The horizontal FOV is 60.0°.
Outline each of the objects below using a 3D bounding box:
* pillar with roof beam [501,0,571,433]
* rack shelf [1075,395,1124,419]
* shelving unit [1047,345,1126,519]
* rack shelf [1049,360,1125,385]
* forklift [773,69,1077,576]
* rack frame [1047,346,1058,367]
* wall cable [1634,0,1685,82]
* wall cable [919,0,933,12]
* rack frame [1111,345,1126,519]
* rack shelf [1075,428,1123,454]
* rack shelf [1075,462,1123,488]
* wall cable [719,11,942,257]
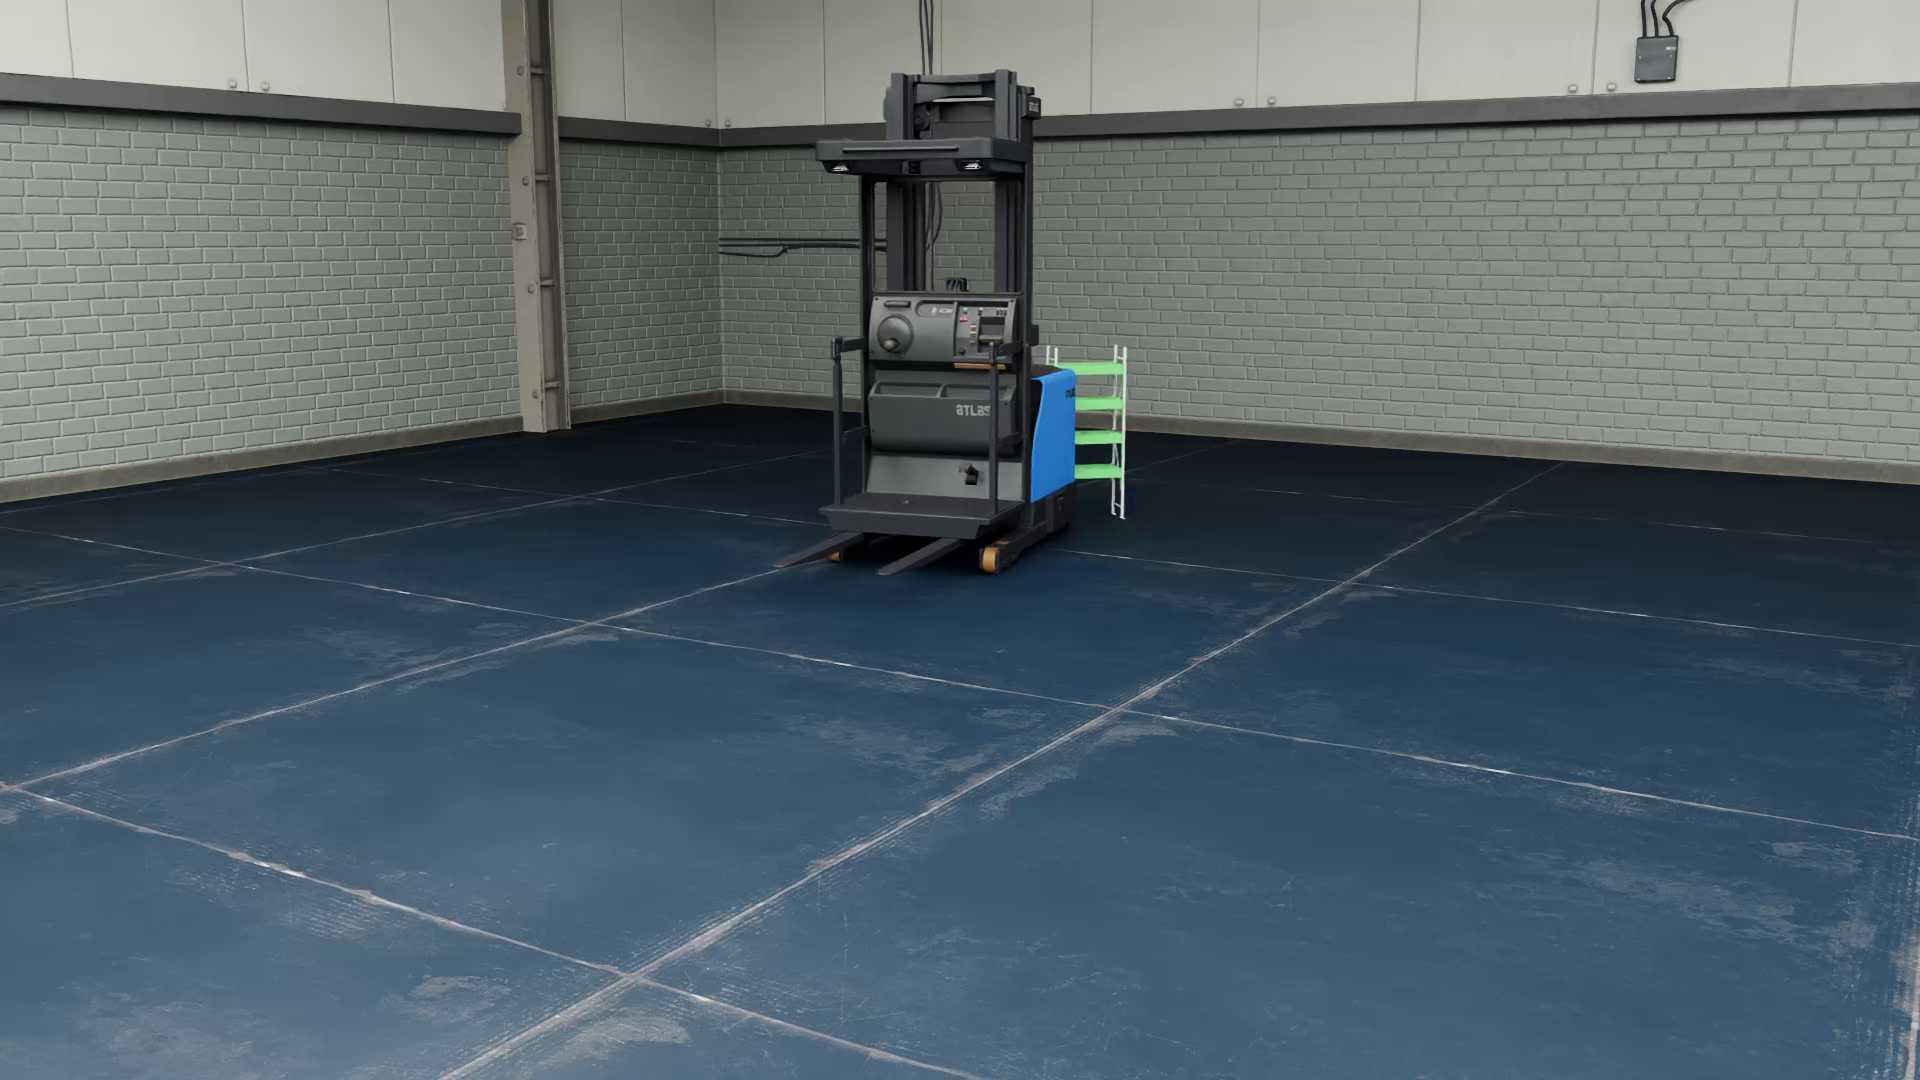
[{"bbox_3d":[-0.508,-5.130,13.815,9.100,9.000,0.400,6,12,31],"label":"pillar with roof beam"},{"bbox_3d":[0.874,-0.922,11.574,0.480,0.148,0.258,-2,11,-11],"label":"rack shelf"},{"bbox_3d":[0.874,-0.749,11.607,0.503,1.200,0.258,-2,11,-11],"label":"shelving unit"},{"bbox_3d":[0.874,-1.158,11.530,0.480,0.148,0.258,-2,11,-11],"label":"rack shelf"},{"bbox_3d":[-0.180,-1.323,9.970,1.130,2.935,3.031,4,11,19],"label":"forklift"},{"bbox_3d":[0.635,-0.740,11.559,0.015,1.200,0.240,-2,11,-11],"label":"rack frame"},{"bbox_3d":[6.578,-6.640,12.641,2.305,6.003,0.169,6,12,31],"label":"wall cable"},{"bbox_3d":[0.784,-6.576,16.252,3.097,2.526,0.112,6,12,31],"label":"wall cable"},{"bbox_3d":[1.113,-0.757,11.654,0.015,1.200,0.240,-2,11,-11],"label":"rack frame"},{"bbox_3d":[0.874,-0.686,11.618,0.480,0.148,0.258,-2,11,-11],"label":"rack shelf"},{"bbox_3d":[0.874,-0.450,11.663,0.480,0.148,0.258,-2,11,-11],"label":"rack shelf"},{"bbox_3d":[-1.528,-4.352,18.097,3.097,2.526,0.112,6,12,31],"label":"wall cable"}]
